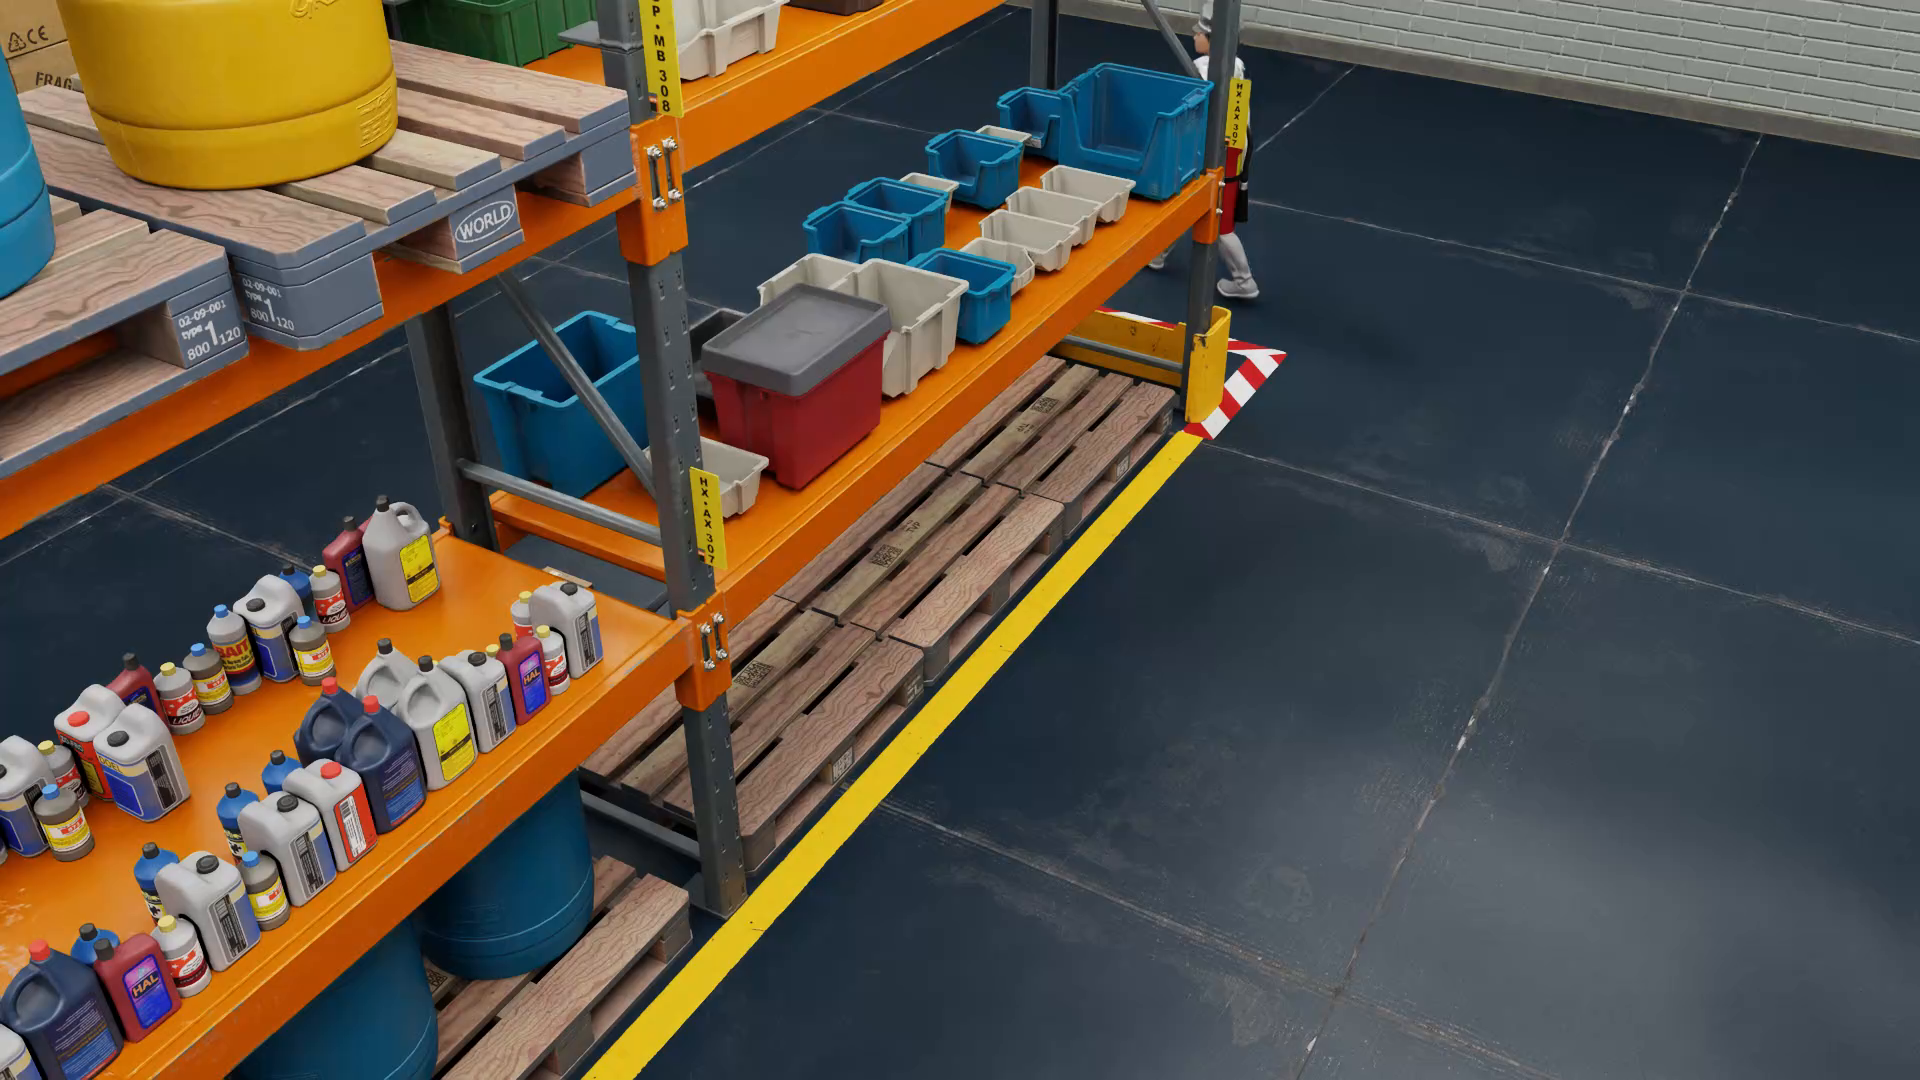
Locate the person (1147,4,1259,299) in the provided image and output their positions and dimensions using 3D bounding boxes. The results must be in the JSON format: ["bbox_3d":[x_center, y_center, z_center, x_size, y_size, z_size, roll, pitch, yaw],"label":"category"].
[{"bbox_3d":[1.312,-2.181,9.301,0.968,1.628,0.527,21,40,28],"label":"person"}]
